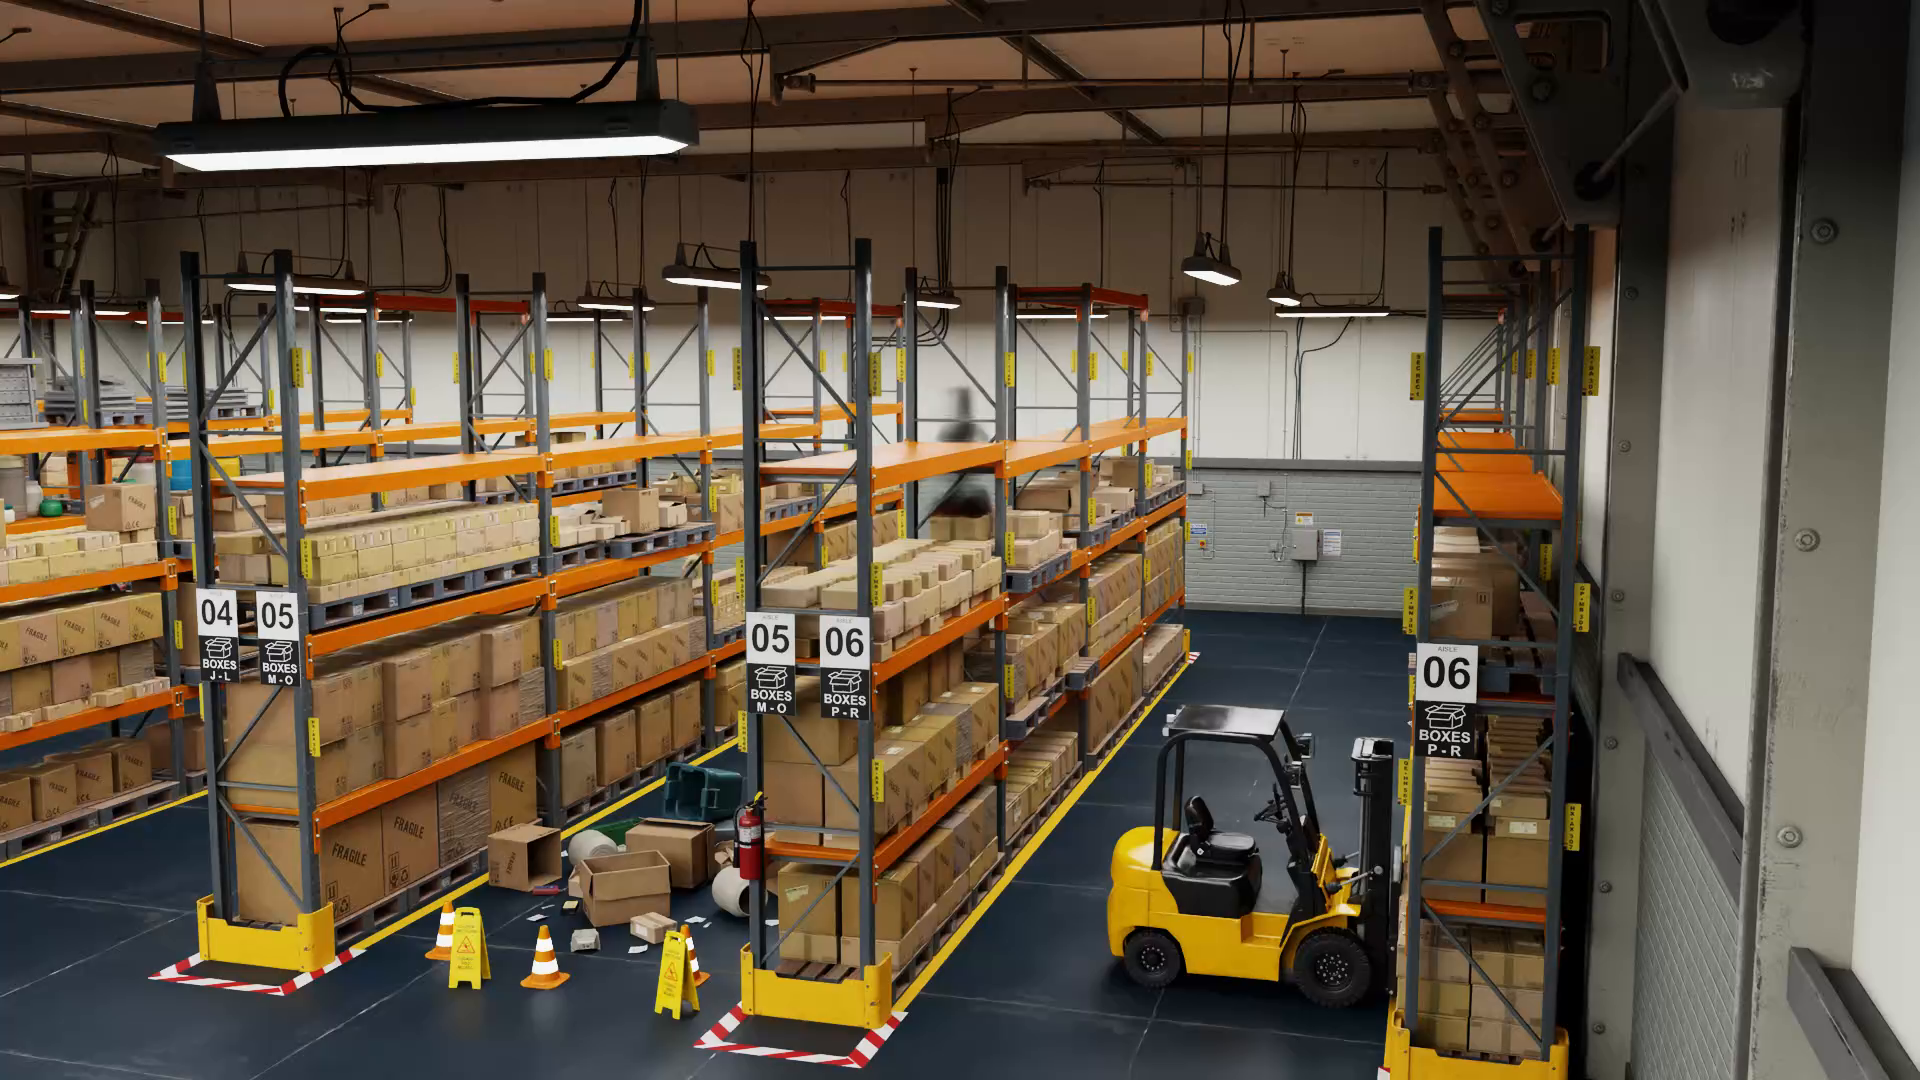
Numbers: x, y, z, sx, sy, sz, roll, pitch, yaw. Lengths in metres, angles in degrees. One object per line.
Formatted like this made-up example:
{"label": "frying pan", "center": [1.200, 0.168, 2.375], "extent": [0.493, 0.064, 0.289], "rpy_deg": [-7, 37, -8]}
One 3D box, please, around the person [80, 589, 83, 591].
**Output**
{"label": "person", "center": [-14.579, 1.246, 27.658], "extent": [0.561, 1.663, 0.573], "rpy_deg": [1, 7, 13]}

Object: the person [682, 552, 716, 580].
{"label": "person", "center": [-4.795, 0.809, 31.463], "extent": [0.930, 1.618, 0.615], "rpy_deg": [3, 7, 23]}
